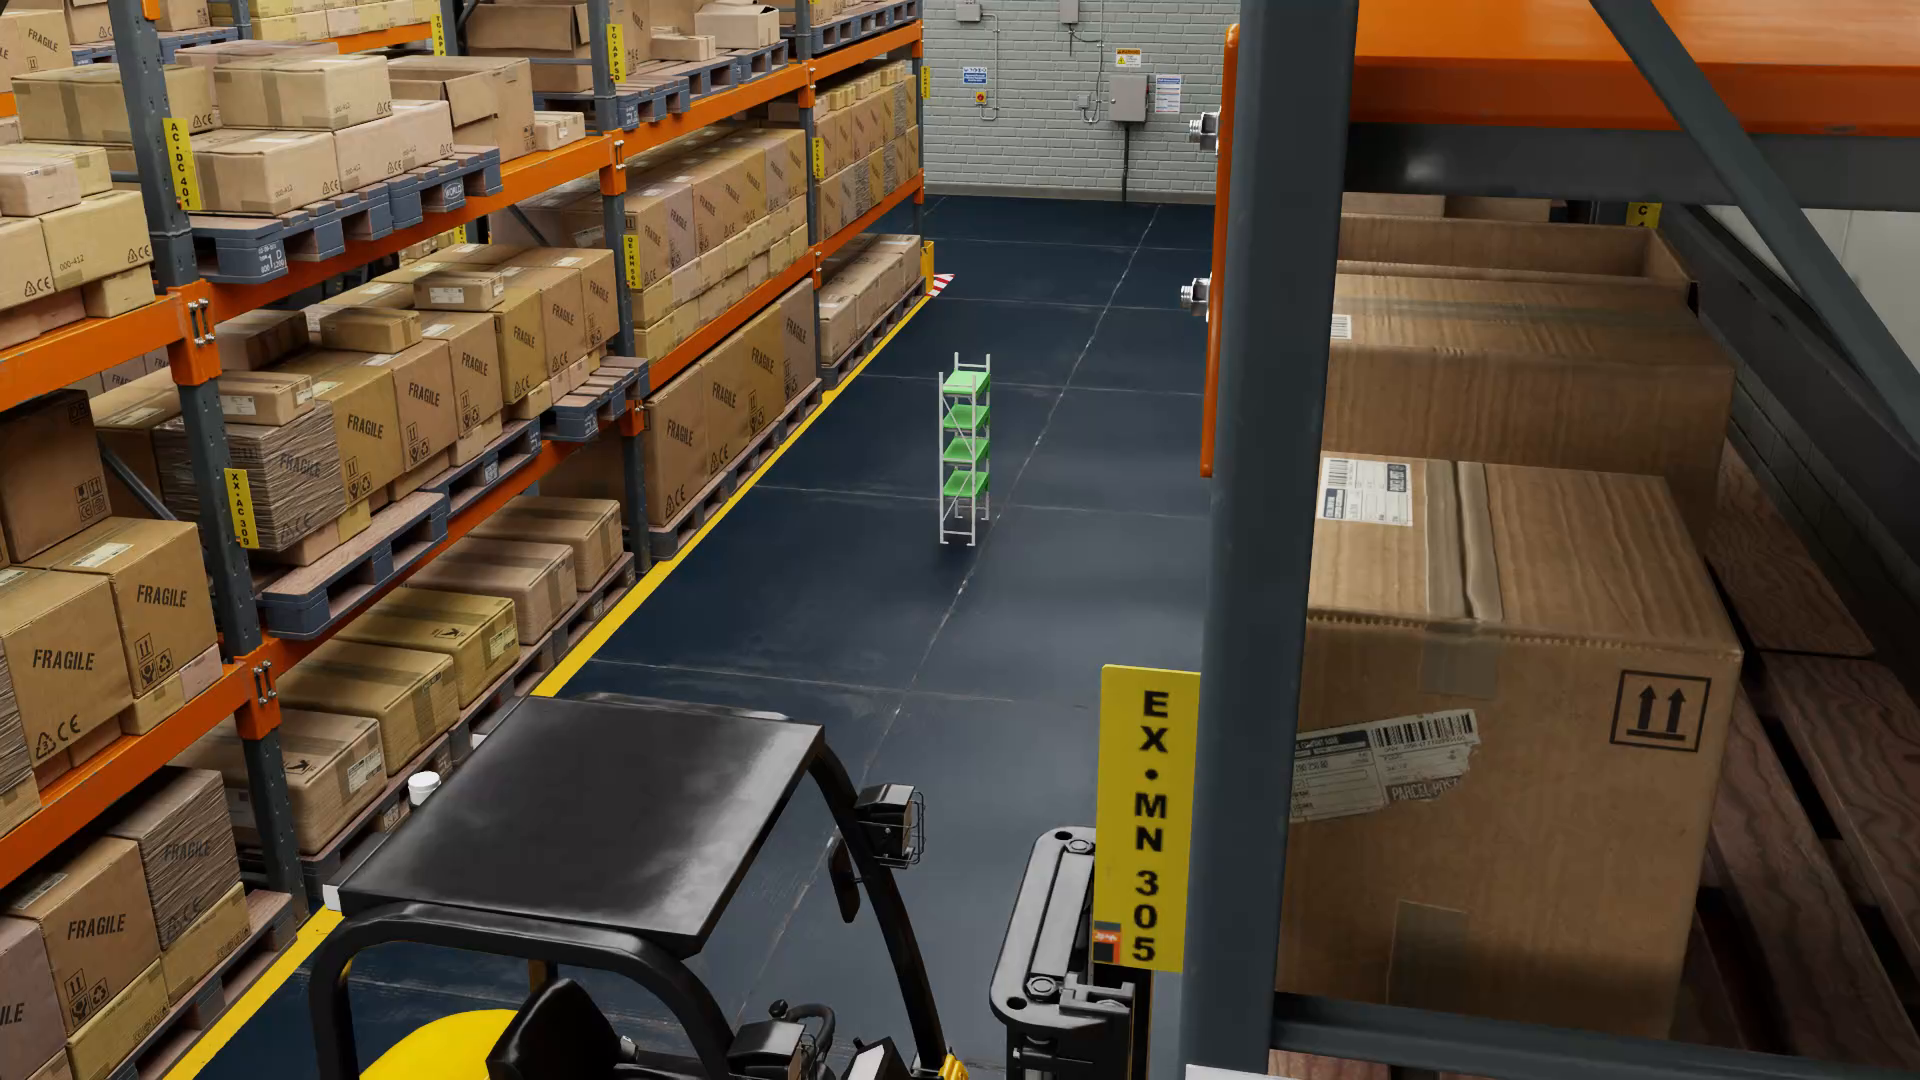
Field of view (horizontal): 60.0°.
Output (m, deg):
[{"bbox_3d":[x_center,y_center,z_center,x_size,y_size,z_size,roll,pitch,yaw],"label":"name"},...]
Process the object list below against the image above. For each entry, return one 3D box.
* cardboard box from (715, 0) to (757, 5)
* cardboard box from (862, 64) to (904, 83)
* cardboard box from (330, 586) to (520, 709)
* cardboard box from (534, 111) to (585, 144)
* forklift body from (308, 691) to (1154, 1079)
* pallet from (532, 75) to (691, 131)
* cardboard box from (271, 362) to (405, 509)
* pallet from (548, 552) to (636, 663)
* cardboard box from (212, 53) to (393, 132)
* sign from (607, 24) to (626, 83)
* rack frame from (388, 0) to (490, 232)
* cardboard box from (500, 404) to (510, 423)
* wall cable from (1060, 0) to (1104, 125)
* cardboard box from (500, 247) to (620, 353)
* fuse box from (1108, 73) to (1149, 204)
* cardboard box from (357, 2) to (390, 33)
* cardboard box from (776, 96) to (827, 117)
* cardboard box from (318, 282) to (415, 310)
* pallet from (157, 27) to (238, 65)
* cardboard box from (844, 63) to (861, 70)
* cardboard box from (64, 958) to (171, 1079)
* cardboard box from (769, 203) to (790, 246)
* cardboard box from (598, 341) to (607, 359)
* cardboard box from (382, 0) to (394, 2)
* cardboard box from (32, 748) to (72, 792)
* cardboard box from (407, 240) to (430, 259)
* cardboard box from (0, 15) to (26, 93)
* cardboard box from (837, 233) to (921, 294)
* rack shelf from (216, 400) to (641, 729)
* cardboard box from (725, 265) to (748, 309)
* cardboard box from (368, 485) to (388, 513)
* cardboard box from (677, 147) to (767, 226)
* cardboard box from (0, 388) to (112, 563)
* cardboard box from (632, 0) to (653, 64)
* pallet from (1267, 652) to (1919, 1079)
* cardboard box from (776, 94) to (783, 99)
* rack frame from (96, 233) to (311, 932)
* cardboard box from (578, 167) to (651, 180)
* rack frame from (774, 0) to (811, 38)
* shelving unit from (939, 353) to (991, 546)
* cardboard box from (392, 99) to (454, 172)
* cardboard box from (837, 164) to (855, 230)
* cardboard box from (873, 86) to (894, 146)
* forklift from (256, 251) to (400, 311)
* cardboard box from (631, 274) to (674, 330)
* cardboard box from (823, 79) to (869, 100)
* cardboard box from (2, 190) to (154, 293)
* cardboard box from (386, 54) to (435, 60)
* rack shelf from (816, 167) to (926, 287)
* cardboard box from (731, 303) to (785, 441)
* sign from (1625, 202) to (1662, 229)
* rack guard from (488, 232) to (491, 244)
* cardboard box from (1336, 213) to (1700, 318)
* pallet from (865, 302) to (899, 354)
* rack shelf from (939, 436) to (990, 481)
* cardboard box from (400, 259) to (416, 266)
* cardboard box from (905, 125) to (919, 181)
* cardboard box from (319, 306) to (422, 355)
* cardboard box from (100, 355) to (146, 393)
[{"bbox_3d":[-1.887,-4.513,14.012,0.396,0.266,0.258,5,23,13],"label":"cardboard box"},{"bbox_3d":[-0.763,-4.617,16.461,0.380,0.149,0.250,4,22,10],"label":"cardboard box"},{"bbox_3d":[-2.948,0.556,8.914,0.950,0.372,0.625,5,23,13],"label":"cardboard box"},{"bbox_3d":[-2.379,-2.365,9.533,0.380,0.149,0.250,4,22,11],"label":"cardboard box"},{"bbox_3d":[-0.691,1.642,4.397,2.313,2.155,1.214,4,22,11],"label":"forklift body"},{"bbox_3d":[-2.440,-2.765,10.442,1.213,0.211,1.003,6,23,13],"label":"pallet"},{"bbox_3d":[-2.858,-0.471,7.413,0.500,0.500,0.500,5,22,11],"label":"cardboard box"},{"bbox_3d":[-2.681,0.357,10.184,1.003,0.211,1.213,4,22,11],"label":"pallet"},{"bbox_3d":[-2.733,-1.874,6.945,0.500,0.250,0.500,4,22,10],"label":"cardboard box"},{"bbox_3d":[-1.989,-2.811,9.610,0.100,0.325,0.005,4,22,11],"label":"sign"},{"bbox_3d":[-5.754,-4.488,18.482,1.000,3.000,0.127,4,22,11],"label":"rack frame"},{"bbox_3d":[-2.624,-0.688,8.820,0.380,0.149,0.250,5,22,11],"label":"cardboard box"},{"bbox_3d":[1.631,-6.579,22.314,0.588,1.984,0.122,4,22,11],"label":"wall cable"},{"bbox_3d":[-2.340,-1.413,9.754,0.500,0.500,0.500,4,22,9],"label":"cardboard box"},{"bbox_3d":[2.267,-5.400,22.472,0.539,1.711,0.414,4,22,11],"label":"fuse box"},{"bbox_3d":[-5.888,-5.060,16.087,0.500,0.250,0.500,5,23,13],"label":"cardboard box"},{"bbox_3d":[-1.349,-3.686,14.151,0.380,0.149,0.250,5,22,12],"label":"cardboard box"},{"bbox_3d":[-3.040,-1.068,8.896,0.500,0.500,0.500,5,22,12],"label":"cardboard box"},{"bbox_3d":[-6.800,-4.112,13.784,1.213,0.211,1.003,4,22,11],"label":"pallet"},{"bbox_3d":[-1.215,-4.749,16.788,0.380,0.149,0.250,5,22,12],"label":"cardboard box"},{"bbox_3d":[-3.292,1.754,6.102,0.500,0.250,0.500,4,22,9],"label":"cardboard box"},{"bbox_3d":[-1.650,-2.484,13.037,0.500,0.250,0.500,5,22,12],"label":"cardboard box"},{"bbox_3d":[-2.356,-1.162,9.998,0.380,0.149,0.250,5,23,13],"label":"cardboard box"},{"bbox_3d":[-5.809,-5.480,16.460,0.500,0.250,0.500,5,22,12],"label":"cardboard box"},{"bbox_3d":[-3.342,0.770,5.764,0.380,0.149,0.250,4,22,10],"label":"cardboard box"},{"bbox_3d":[-5.765,-3.039,17.342,0.380,0.149,0.250,5,23,13],"label":"cardboard box"},{"bbox_3d":[-6.914,-3.372,11.562,0.500,0.500,0.500,4,22,11],"label":"cardboard box"},{"bbox_3d":[-0.924,-2.905,17.419,0.875,0.438,0.875,4,22,9],"label":"cardboard box"},{"bbox_3d":[-2.928,-0.157,8.690,1.077,0.370,4.000,4,22,11],"label":"rack shelf"},{"bbox_3d":[-1.876,-1.873,12.190,0.500,0.250,0.500,4,22,11],"label":"cardboard box"},{"bbox_3d":[-2.872,-0.215,7.647,0.380,0.149,0.250,6,23,14],"label":"cardboard box"},{"bbox_3d":[-1.770,-2.639,12.418,0.500,0.500,0.500,5,23,13],"label":"cardboard box"},{"bbox_3d":[-3.638,-0.263,6.120,0.700,0.500,0.500,4,22,10],"label":"cardboard box"},{"bbox_3d":[-2.444,-3.521,11.370,0.500,0.500,0.500,5,22,11],"label":"cardboard box"},{"bbox_3d":[0.877,0.474,2.264,1.003,0.211,1.213,4,22,11],"label":"pallet"},{"bbox_3d":[-1.732,-3.811,14.461,0.380,0.149,0.250,4,22,11],"label":"cardboard box"},{"bbox_3d":[-3.336,0.241,6.740,1.000,3.000,0.127,4,22,11],"label":"rack frame"},{"bbox_3d":[-2.466,-2.310,11.603,0.500,0.500,0.500,4,22,11],"label":"cardboard box"},{"bbox_3d":[-1.704,-5.467,12.884,1.000,3.000,0.127,4,22,11],"label":"rack frame"},{"bbox_3d":[0.034,-0.617,11.280,0.258,1.200,0.503,4,22,11],"label":"shelving unit"},{"bbox_3d":[-2.641,-1.830,7.506,0.500,0.250,0.500,4,22,10],"label":"cardboard box"},{"bbox_3d":[-1.245,-3.066,14.818,0.500,0.500,0.500,5,22,11],"label":"cardboard box"},{"bbox_3d":[-0.935,-4.089,16.020,0.500,0.500,0.500,4,22,11],"label":"cardboard box"},{"bbox_3d":[-4.830,-1.878,12.092,1.130,2.935,3.031,6,23,14],"label":"forklift"},{"bbox_3d":[-2.175,-1.551,10.720,0.500,0.250,0.500,4,22,11],"label":"cardboard box"},{"bbox_3d":[-1.056,-4.147,15.295,0.380,0.149,0.250,5,22,11],"label":"cardboard box"},{"bbox_3d":[-3.163,-1.036,5.698,0.500,0.250,0.500,4,22,10],"label":"cardboard box"},{"bbox_3d":[-5.707,-4.764,17.298,0.500,0.500,0.500,4,22,9],"label":"cardboard box"},{"bbox_3d":[-1.296,-3.082,15.955,1.077,0.370,4.000,4,22,11],"label":"rack shelf"},{"bbox_3d":[-1.929,-1.330,12.923,0.875,0.875,0.875,5,22,12],"label":"cardboard box"},{"bbox_3d":[2.068,-1.008,5.028,0.100,0.325,0.005,4,22,11],"label":"sign"},{"bbox_3d":[-5.770,-3.301,18.880,1.175,0.500,0.348,4,22,11],"label":"rack guard"},{"bbox_3d":[1.023,-0.358,3.378,0.797,0.503,0.637,5,23,13],"label":"cardboard box"},{"bbox_3d":[-1.225,-2.111,16.312,1.003,0.211,1.213,4,22,11],"label":"pallet"},{"bbox_3d":[0.034,-0.558,11.304,0.258,0.148,0.480,4,22,11],"label":"rack shelf"},{"bbox_3d":[-5.850,-2.811,17.173,0.380,0.149,0.250,6,23,14],"label":"cardboard box"},{"bbox_3d":[-0.727,-3.997,17.130,0.500,0.500,0.500,5,22,11],"label":"cardboard box"},{"bbox_3d":[-2.773,-0.989,7.832,0.380,0.149,0.250,6,23,14],"label":"cardboard box"},{"bbox_3d":[-6.793,-1.209,13.124,0.500,0.500,0.500,4,22,10],"label":"cardboard box"}]
